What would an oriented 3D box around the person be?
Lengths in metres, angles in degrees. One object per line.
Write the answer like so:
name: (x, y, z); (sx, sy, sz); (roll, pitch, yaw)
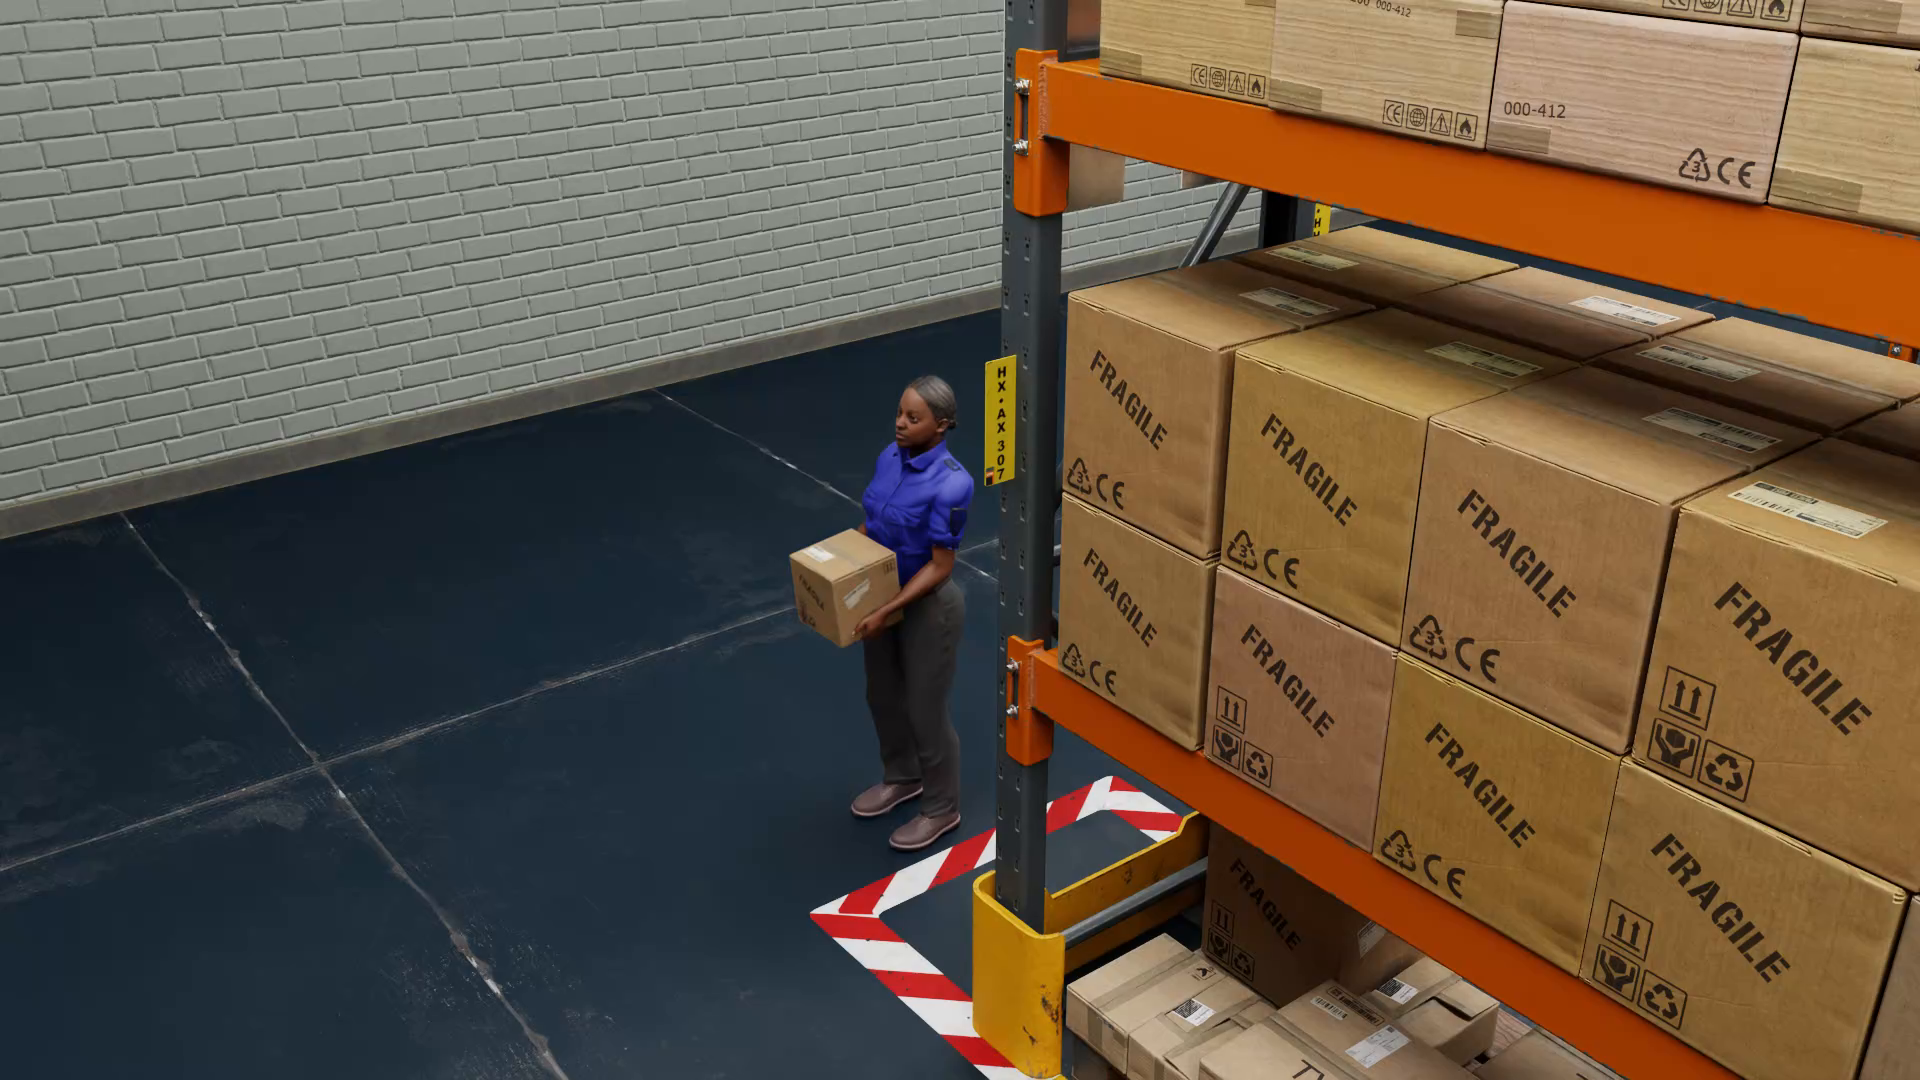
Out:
person: (-0.221, 0.262, 5.554); (0.512, 1.649, 0.452); (-18, 31, -34)
